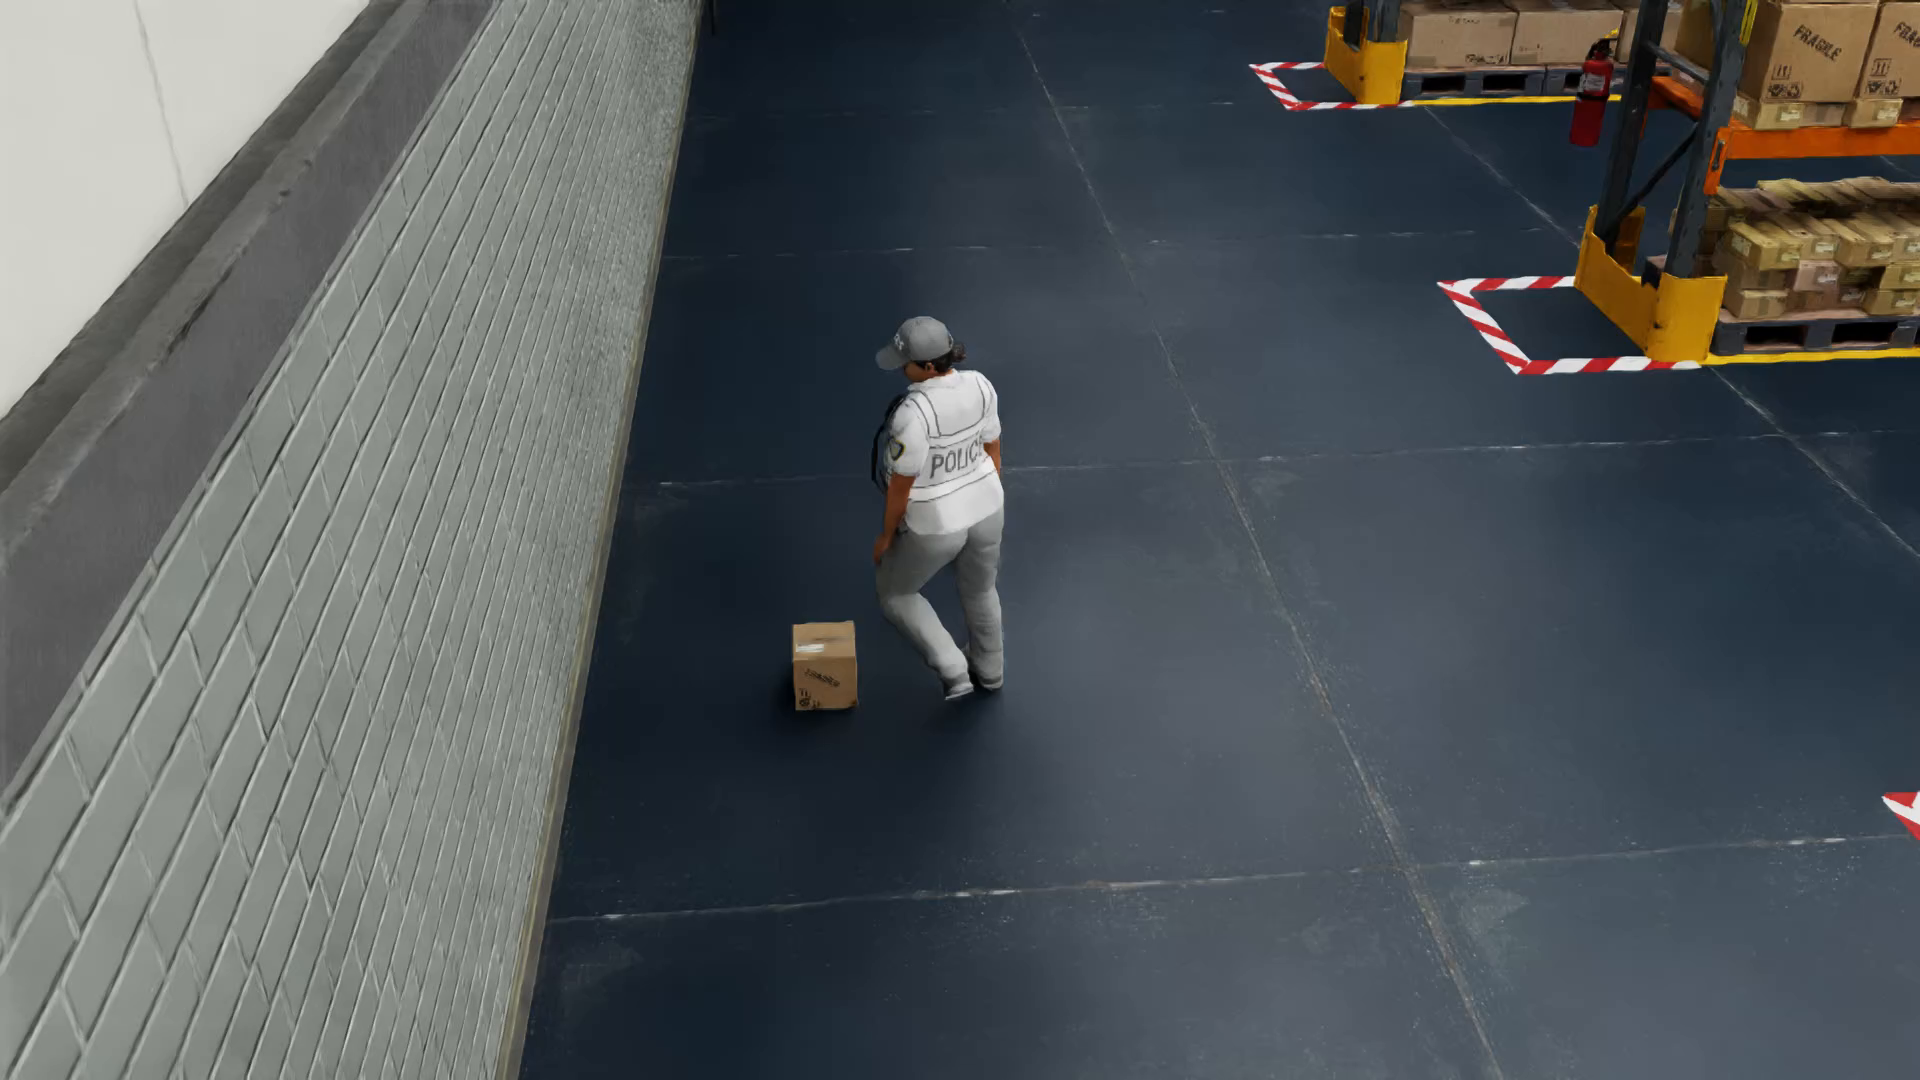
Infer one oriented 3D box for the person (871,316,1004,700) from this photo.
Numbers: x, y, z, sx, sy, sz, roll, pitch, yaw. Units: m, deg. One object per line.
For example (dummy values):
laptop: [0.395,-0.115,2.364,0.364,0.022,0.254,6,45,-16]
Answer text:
person: [-0.031,-0.074,6.242,0.588,1.640,0.487,-22,38,-32]
